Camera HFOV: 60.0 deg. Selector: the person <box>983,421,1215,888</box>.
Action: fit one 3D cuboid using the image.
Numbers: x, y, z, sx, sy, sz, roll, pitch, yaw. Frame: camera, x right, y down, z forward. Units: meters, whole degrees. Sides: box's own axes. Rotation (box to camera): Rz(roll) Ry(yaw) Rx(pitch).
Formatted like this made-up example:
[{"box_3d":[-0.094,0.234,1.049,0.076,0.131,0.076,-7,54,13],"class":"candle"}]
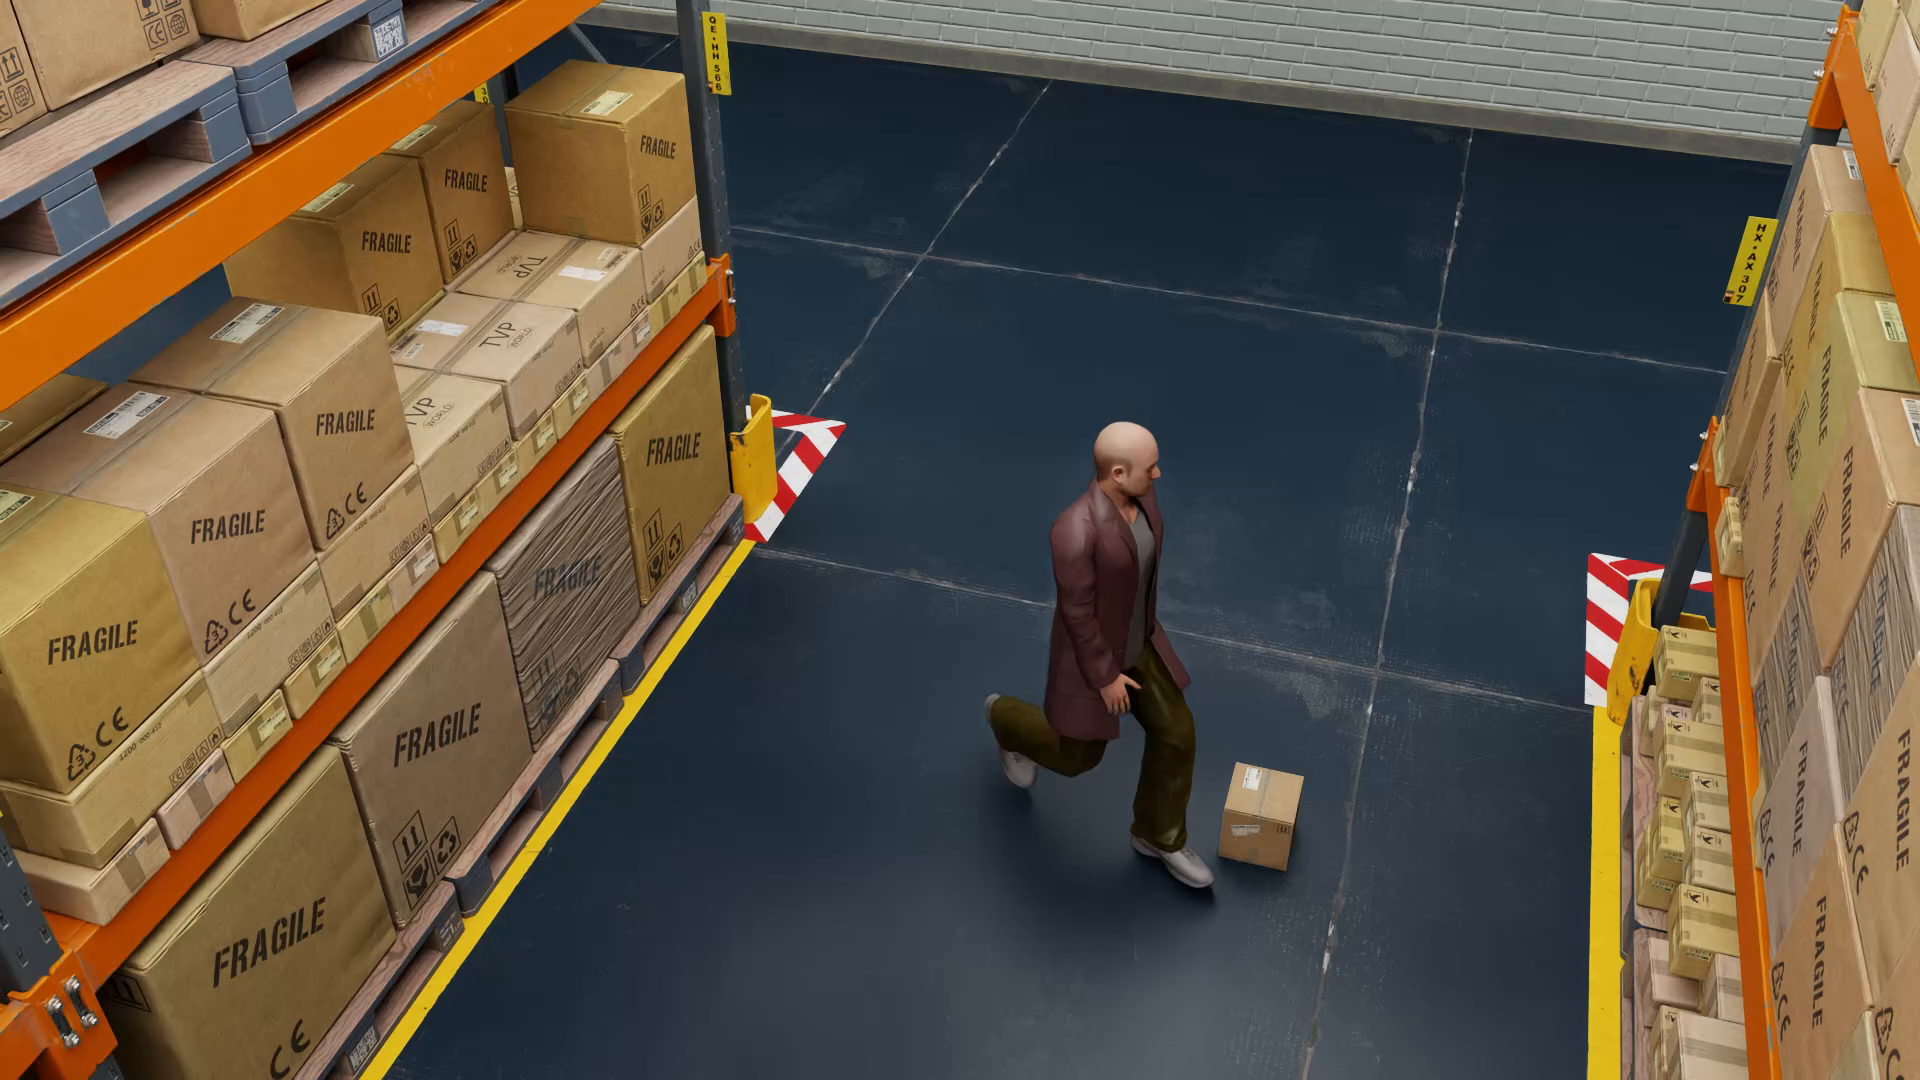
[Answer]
[{"box_3d":[0.535,0.359,5.738,1.049,1.692,0.588,29,45,33],"class":"person"}]
